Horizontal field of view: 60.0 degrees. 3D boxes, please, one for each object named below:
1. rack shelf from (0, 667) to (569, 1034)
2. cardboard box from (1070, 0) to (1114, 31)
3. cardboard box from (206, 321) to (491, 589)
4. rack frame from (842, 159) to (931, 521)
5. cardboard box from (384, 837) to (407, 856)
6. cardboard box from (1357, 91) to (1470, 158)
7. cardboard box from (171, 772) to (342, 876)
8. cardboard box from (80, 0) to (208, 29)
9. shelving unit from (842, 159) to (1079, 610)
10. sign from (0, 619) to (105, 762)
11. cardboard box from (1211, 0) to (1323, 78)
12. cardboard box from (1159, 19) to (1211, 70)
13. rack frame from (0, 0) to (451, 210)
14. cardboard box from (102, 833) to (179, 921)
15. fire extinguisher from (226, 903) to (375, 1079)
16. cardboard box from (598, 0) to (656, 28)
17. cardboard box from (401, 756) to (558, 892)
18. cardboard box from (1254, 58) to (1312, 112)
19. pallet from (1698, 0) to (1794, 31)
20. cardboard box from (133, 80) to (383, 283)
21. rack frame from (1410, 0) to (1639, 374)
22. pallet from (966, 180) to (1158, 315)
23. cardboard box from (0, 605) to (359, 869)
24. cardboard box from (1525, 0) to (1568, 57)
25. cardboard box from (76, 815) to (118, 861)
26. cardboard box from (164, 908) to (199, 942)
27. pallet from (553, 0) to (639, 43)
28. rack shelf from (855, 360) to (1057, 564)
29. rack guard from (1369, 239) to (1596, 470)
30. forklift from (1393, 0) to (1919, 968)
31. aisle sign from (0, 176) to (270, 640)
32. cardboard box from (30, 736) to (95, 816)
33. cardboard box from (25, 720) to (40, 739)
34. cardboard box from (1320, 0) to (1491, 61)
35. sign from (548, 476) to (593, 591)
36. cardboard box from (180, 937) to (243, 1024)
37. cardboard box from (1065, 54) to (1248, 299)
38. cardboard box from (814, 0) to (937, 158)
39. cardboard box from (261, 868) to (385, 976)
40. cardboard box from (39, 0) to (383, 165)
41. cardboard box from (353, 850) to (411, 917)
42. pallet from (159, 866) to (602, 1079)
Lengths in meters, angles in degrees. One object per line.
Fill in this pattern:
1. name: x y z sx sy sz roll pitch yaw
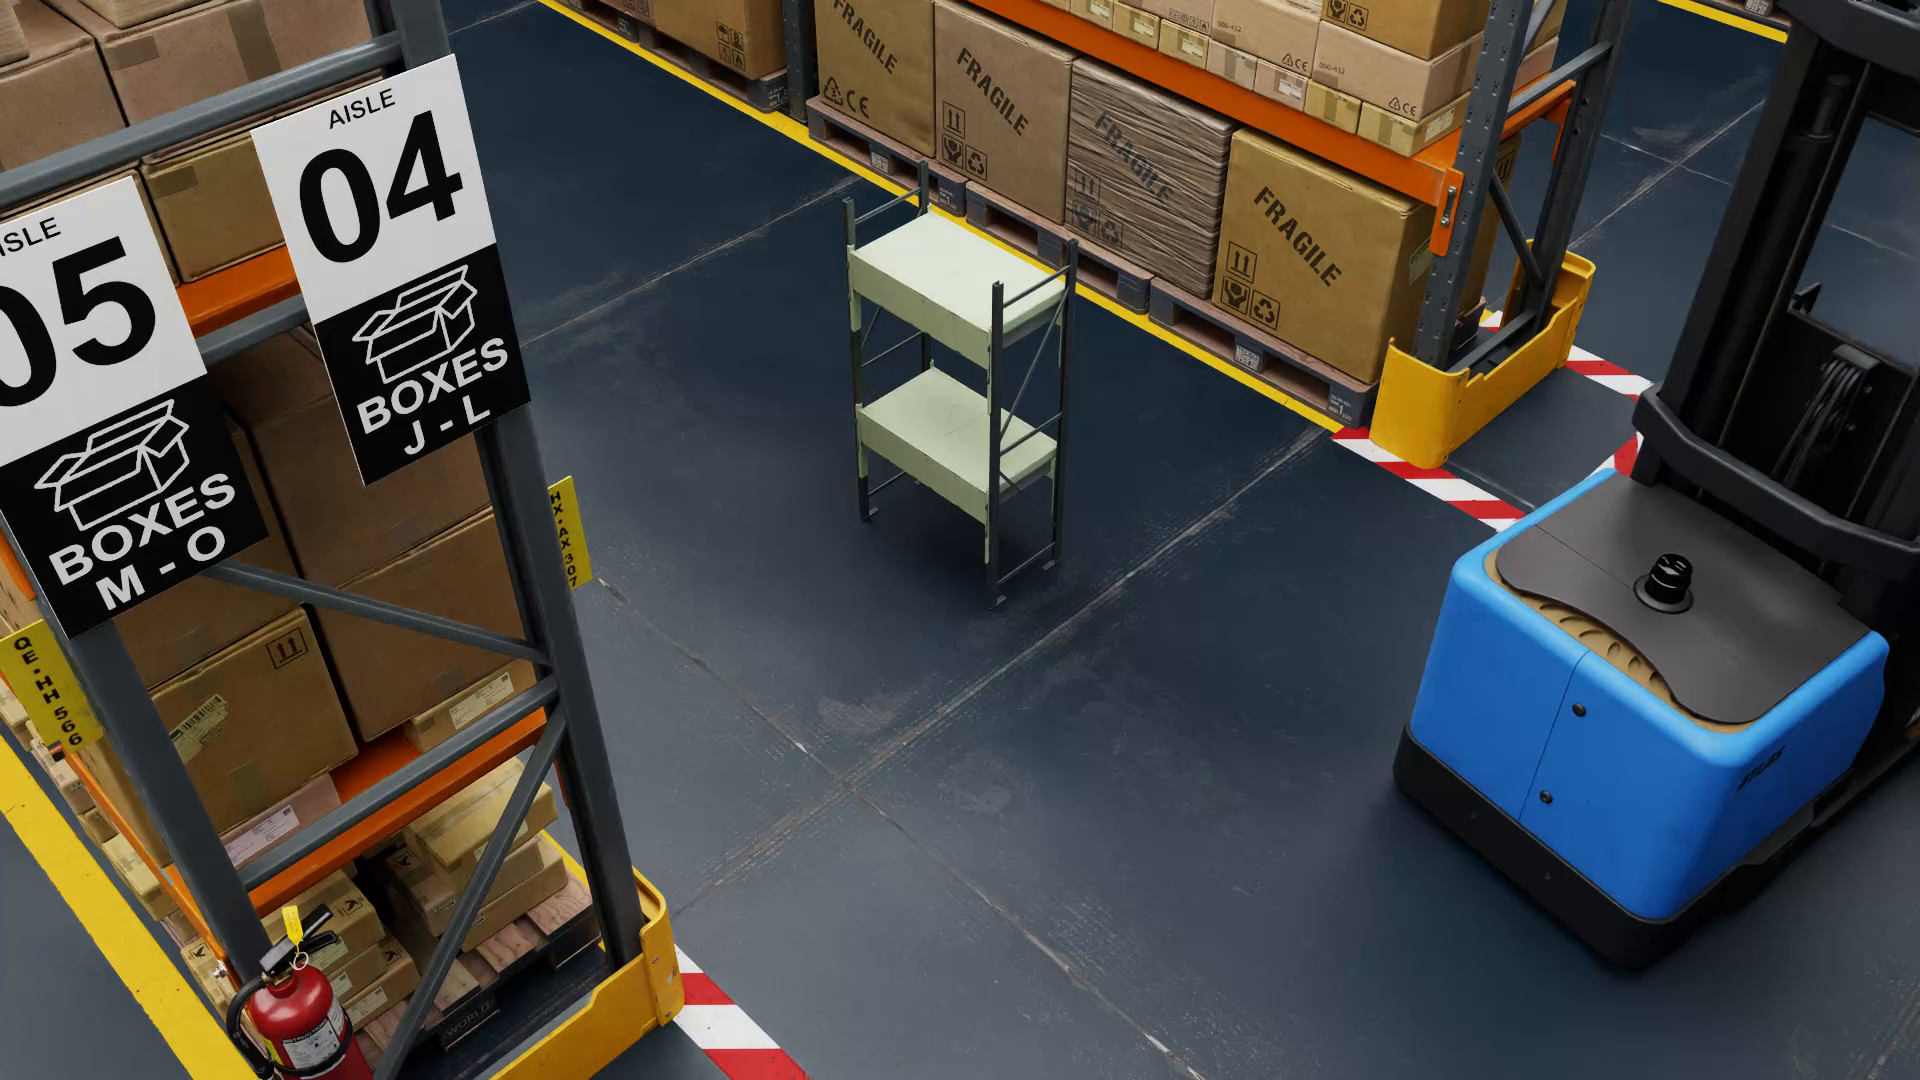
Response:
1. rack shelf: -2.725 -0.123 5.203 1.077 0.370 4.000 -34 53 -31
2. cardboard box: 0.706 -2.411 7.334 0.380 0.149 0.250 -33 52 -31
3. cardboard box: -1.442 -0.283 3.816 0.500 0.500 0.500 34 52 31
4. rack frame: -0.263 -0.730 6.435 0.400 1.500 0.023 -34 53 -31
5. cardboard box: -1.655 0.823 5.221 0.250 0.149 0.380 34 52 31
6. cardboard box: 1.786 -1.676 6.539 0.380 0.149 0.250 -33 52 -31
7. cardboard box: -1.743 0.644 4.028 0.380 0.149 0.250 -34 53 -31
8. cardboard box: -1.380 -1.068 2.934 0.250 0.149 0.380 34 52 31
9. shelving unit: -0.005 -0.554 6.244 0.431 1.500 0.755 -34 53 -31
10. sign: -1.720 0.288 3.142 0.100 0.325 0.005 -34 53 -31
11. cardboard box: 1.382 -2.159 6.768 0.500 0.250 0.500 33 52 31
12. cardboard box: 1.063 -2.166 7.069 0.250 0.149 0.380 33 52 31
13. rack frame: -1.313 -1.630 1.883 1.000 3.000 0.127 -34 53 -31
14. cardboard box: -2.276 0.903 4.915 0.250 0.149 0.380 33 52 31
15. fire extinguisher: -1.462 1.081 3.702 0.296 0.674 0.183 -34 53 -31
16. cardboard box: -1.652 -3.778 9.885 0.875 0.875 1.225 32 52 30
17. cardboard box: -1.442 0.833 4.991 0.250 0.149 0.380 32 51 30
18. cardboard box: 1.423 -1.922 6.805 0.380 0.149 0.250 -34 52 -31
19. pallet: 5.222 -3.520 10.404 1.003 0.211 1.213 -34 53 -31
20. cardboard box: -1.449 -0.811 3.318 0.500 0.250 0.500 -32 52 -30
21. rack frame: 2.270 -1.755 6.439 1.000 3.000 0.127 -34 53 -31
22. pallet: 0.793 -1.664 8.395 1.003 0.211 1.213 -34 53 -31
23. cardboard box: -1.813 0.335 3.885 0.500 0.500 0.500 -33 52 -31
24. cardboard box: 2.122 -2.169 6.779 0.500 0.250 0.500 33 52 30
25. cardboard box: -2.619 0.865 5.395 0.250 0.149 0.380 32 51 30
26. cardboard box: -2.256 0.991 5.039 0.250 0.149 0.380 32 52 30
27. pallet: -2.019 -3.574 10.462 1.003 0.211 1.213 -34 53 -31
28. rack shelf: -0.005 -0.315 6.466 0.431 0.370 0.720 -34 53 -31
29. rack guard: 2.287 -0.826 7.275 1.175 0.500 0.348 -34 53 -31
30. forklift: 2.984 -0.559 5.195 3.031 2.935 1.130 -27 49 -26
31. aisle sign: -1.474 -0.203 2.843 0.394 0.787 0.004 -34 53 -31
32. cardboard box: -2.643 0.646 5.194 0.380 0.149 0.250 -32 52 -30
33. cardboard box: -2.799 0.617 5.445 0.380 0.149 0.250 -31 51 -29
34. cardboard box: 1.740 -2.193 6.252 0.500 0.500 0.500 -33 52 -31
35. sign: -0.929 -0.005 3.907 0.100 0.325 0.005 -34 53 -31
36. cardboard box: -2.086 1.238 4.991 0.380 0.149 0.250 -32 52 -30
37. cardboard box: 1.119 -1.836 7.782 0.875 0.875 0.875 -34 53 -31
38. cardboard box: -0.145 -2.696 8.713 0.875 0.875 0.875 -34 53 -31
39. cardboard box: -1.866 1.115 4.686 0.380 0.149 0.250 -33 52 -31
40. cardboard box: -1.446 -0.997 3.151 0.500 0.250 0.500 -33 52 -31
41. cardboard box: -1.699 0.974 5.276 0.250 0.149 0.380 34 53 31
42. pallet: -1.915 1.154 5.346 1.003 0.211 1.213 -34 53 -31
